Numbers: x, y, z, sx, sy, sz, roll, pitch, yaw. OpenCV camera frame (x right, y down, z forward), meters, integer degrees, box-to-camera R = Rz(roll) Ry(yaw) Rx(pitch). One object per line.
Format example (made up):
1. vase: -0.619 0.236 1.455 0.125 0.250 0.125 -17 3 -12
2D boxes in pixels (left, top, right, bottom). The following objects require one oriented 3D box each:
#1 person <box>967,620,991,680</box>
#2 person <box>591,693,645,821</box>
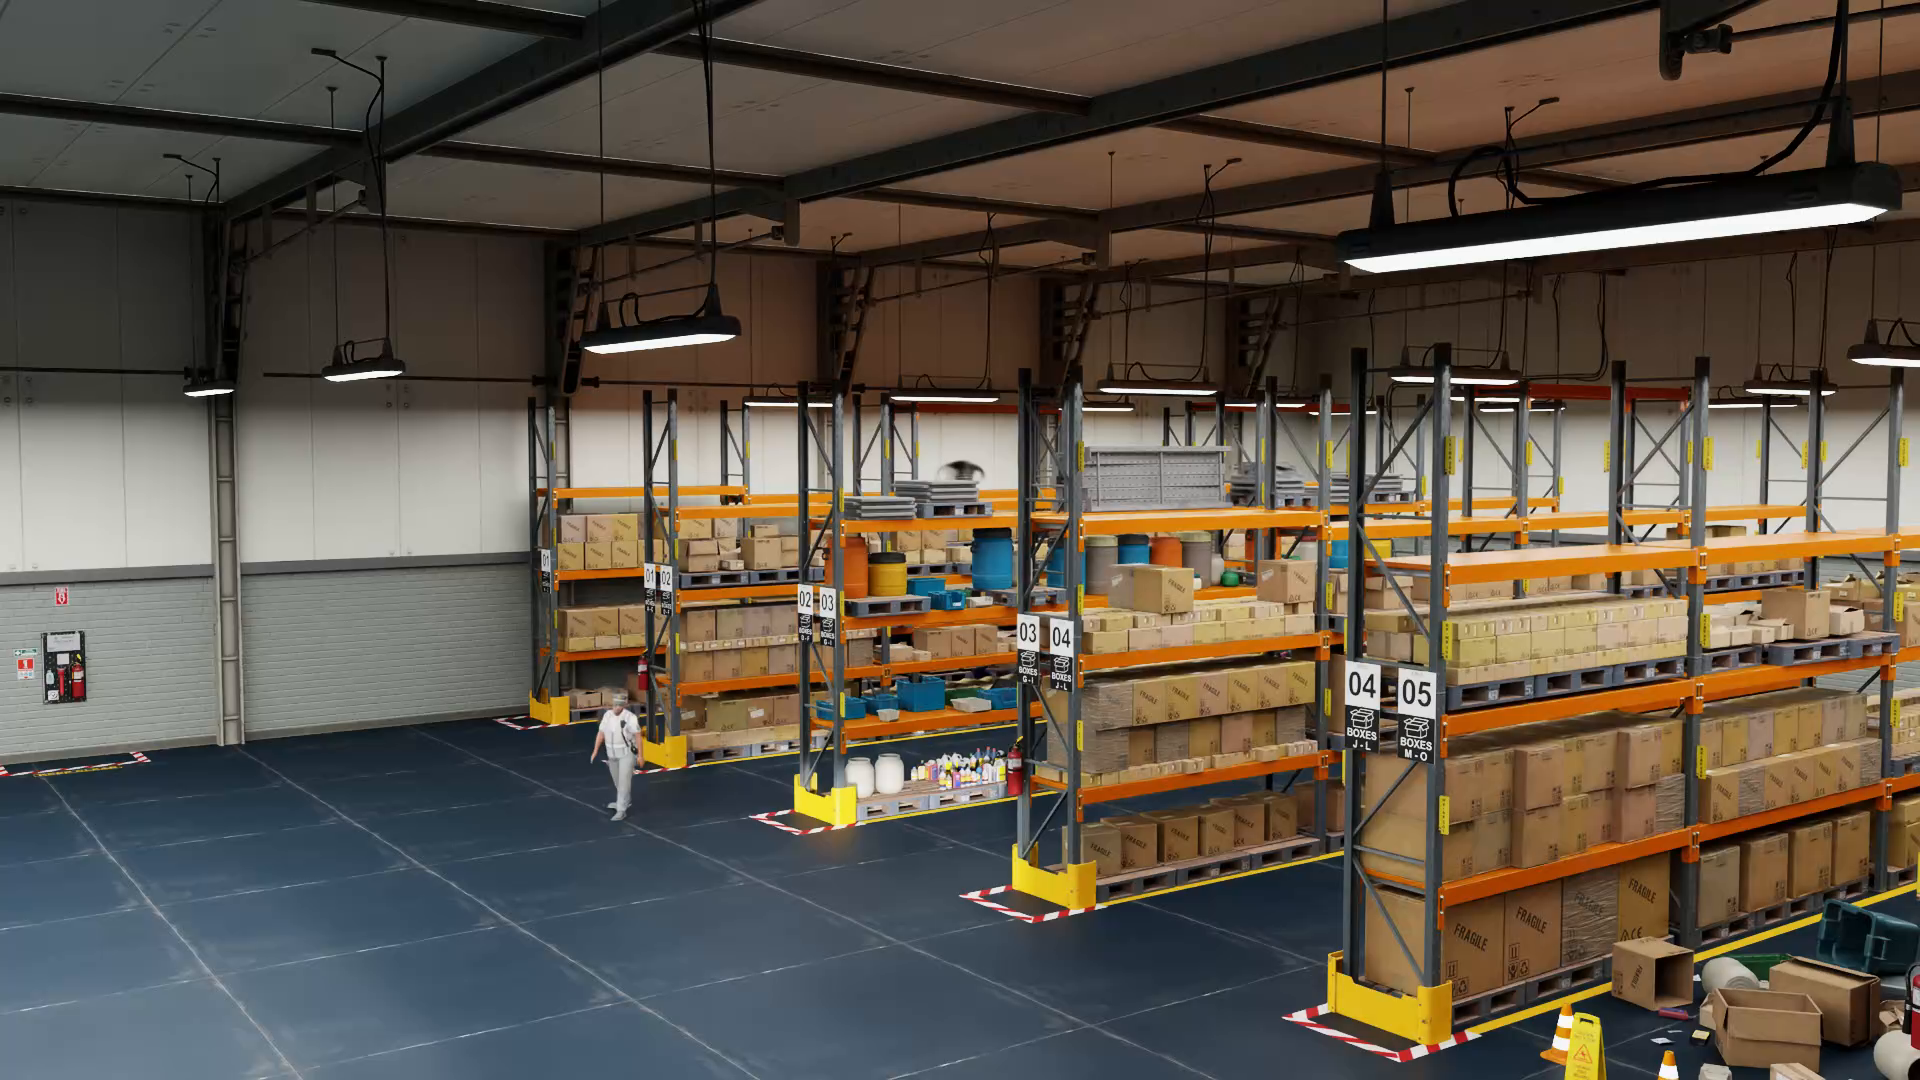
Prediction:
1. person: 0.466 2.406 34.025 0.651 1.615 0.952 2 4 36
2. person: -4.718 2.949 22.965 0.691 1.705 0.909 1 4 21
